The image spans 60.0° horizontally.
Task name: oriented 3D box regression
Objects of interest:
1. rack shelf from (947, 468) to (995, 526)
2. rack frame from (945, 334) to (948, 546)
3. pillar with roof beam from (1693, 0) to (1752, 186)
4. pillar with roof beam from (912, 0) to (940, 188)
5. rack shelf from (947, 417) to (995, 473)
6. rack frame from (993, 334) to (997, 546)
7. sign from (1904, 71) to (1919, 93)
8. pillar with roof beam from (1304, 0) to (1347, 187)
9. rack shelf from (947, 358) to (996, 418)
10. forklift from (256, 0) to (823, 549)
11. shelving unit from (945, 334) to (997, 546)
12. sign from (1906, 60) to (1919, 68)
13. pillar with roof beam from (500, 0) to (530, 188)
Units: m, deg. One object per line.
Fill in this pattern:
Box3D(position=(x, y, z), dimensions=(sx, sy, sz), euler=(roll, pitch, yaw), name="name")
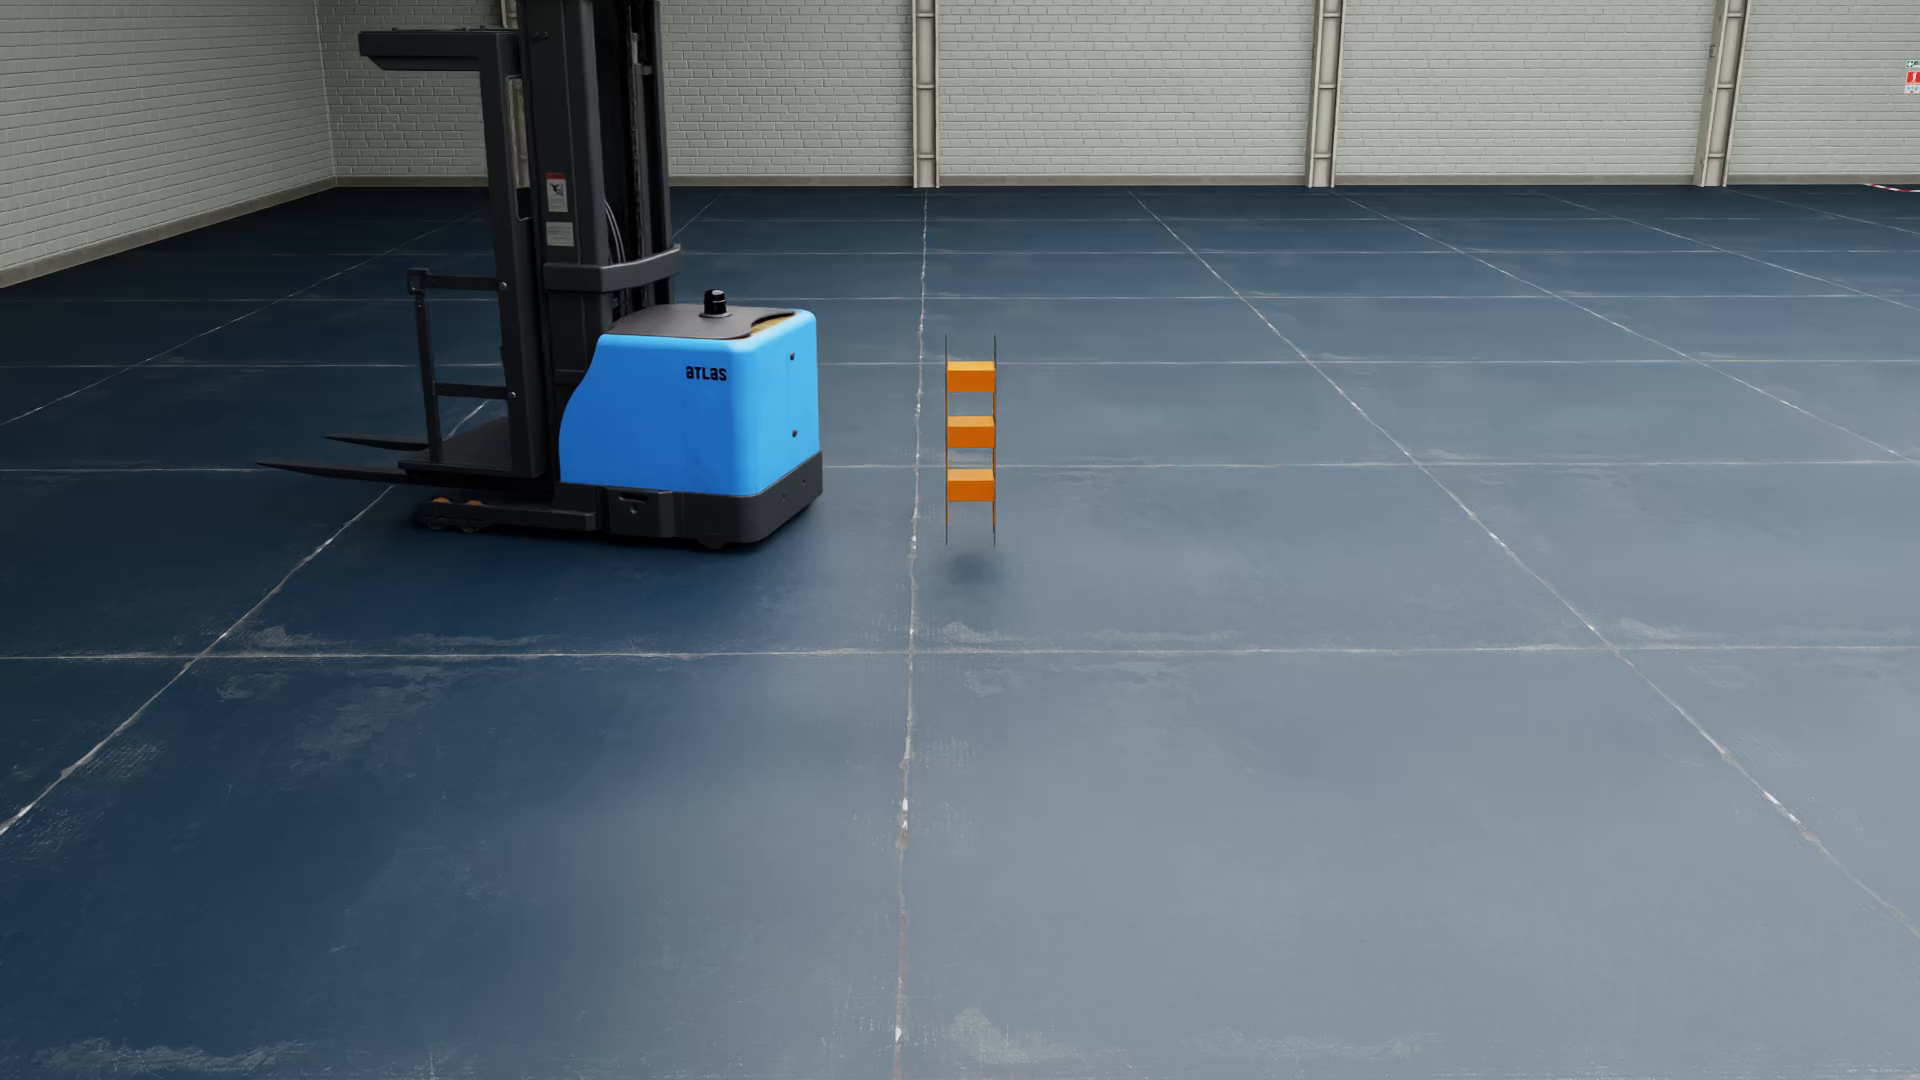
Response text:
Box3D(position=(0.054, -0.225, 8.476), dimensions=(0.240, 0.259, 0.215), euler=(0, 18, -1), name="rack shelf")
Box3D(position=(-0.068, -0.500, 8.386), dimensions=(0.008, 1.050, 0.200), euler=(0, 18, -1), name="rack frame")
Box3D(position=(11.556, -8.409, 20.030), dimensions=(0.400, 9.000, 9.100), euler=(0, 18, -1), name="pillar with roof beam")
Box3D(position=(-0.443, -8.351, 19.849), dimensions=(0.400, 9.000, 9.100), euler=(0, 18, -1), name="pillar with roof beam")
Box3D(position=(0.054, -0.490, 8.391), dimensions=(0.240, 0.259, 0.215), euler=(0, 18, -1), name="rack shelf")
Box3D(position=(0.175, -0.501, 8.390), dimensions=(0.008, 1.050, 0.200), euler=(0, 18, -1), name="rack frame")
Box3D(position=(14.461, -6.942, 25.219), dimensions=(0.234, 0.329, 0.001), euler=(0, 18, -1), name="sign")
Box3D(position=(5.556, -8.380, 19.940), dimensions=(0.400, 9.000, 9.100), euler=(0, 18, -1), name="pillar with roof beam")
Box3D(position=(0.054, -0.760, 8.305), dimensions=(0.240, 0.259, 0.215), euler=(0, 18, -1), name="rack shelf")
Box3D(position=(-2.327, -1.582, 8.681), dimensions=(3.031, 2.935, 1.130), euler=(5, 18, 15), name="forklift")
Box3D(position=(0.054, -0.500, 8.388), dimensions=(0.252, 1.050, 0.215), euler=(0, 18, -1), name="shelving unit")
Box3D(position=(14.466, -7.192, 25.129), dimensions=(0.331, 0.109, 0.001), euler=(0, 18, -1), name="sign")
Box3D(position=(-6.442, -8.322, 19.759), dimensions=(0.400, 9.000, 9.100), euler=(0, 18, -1), name="pillar with roof beam")
